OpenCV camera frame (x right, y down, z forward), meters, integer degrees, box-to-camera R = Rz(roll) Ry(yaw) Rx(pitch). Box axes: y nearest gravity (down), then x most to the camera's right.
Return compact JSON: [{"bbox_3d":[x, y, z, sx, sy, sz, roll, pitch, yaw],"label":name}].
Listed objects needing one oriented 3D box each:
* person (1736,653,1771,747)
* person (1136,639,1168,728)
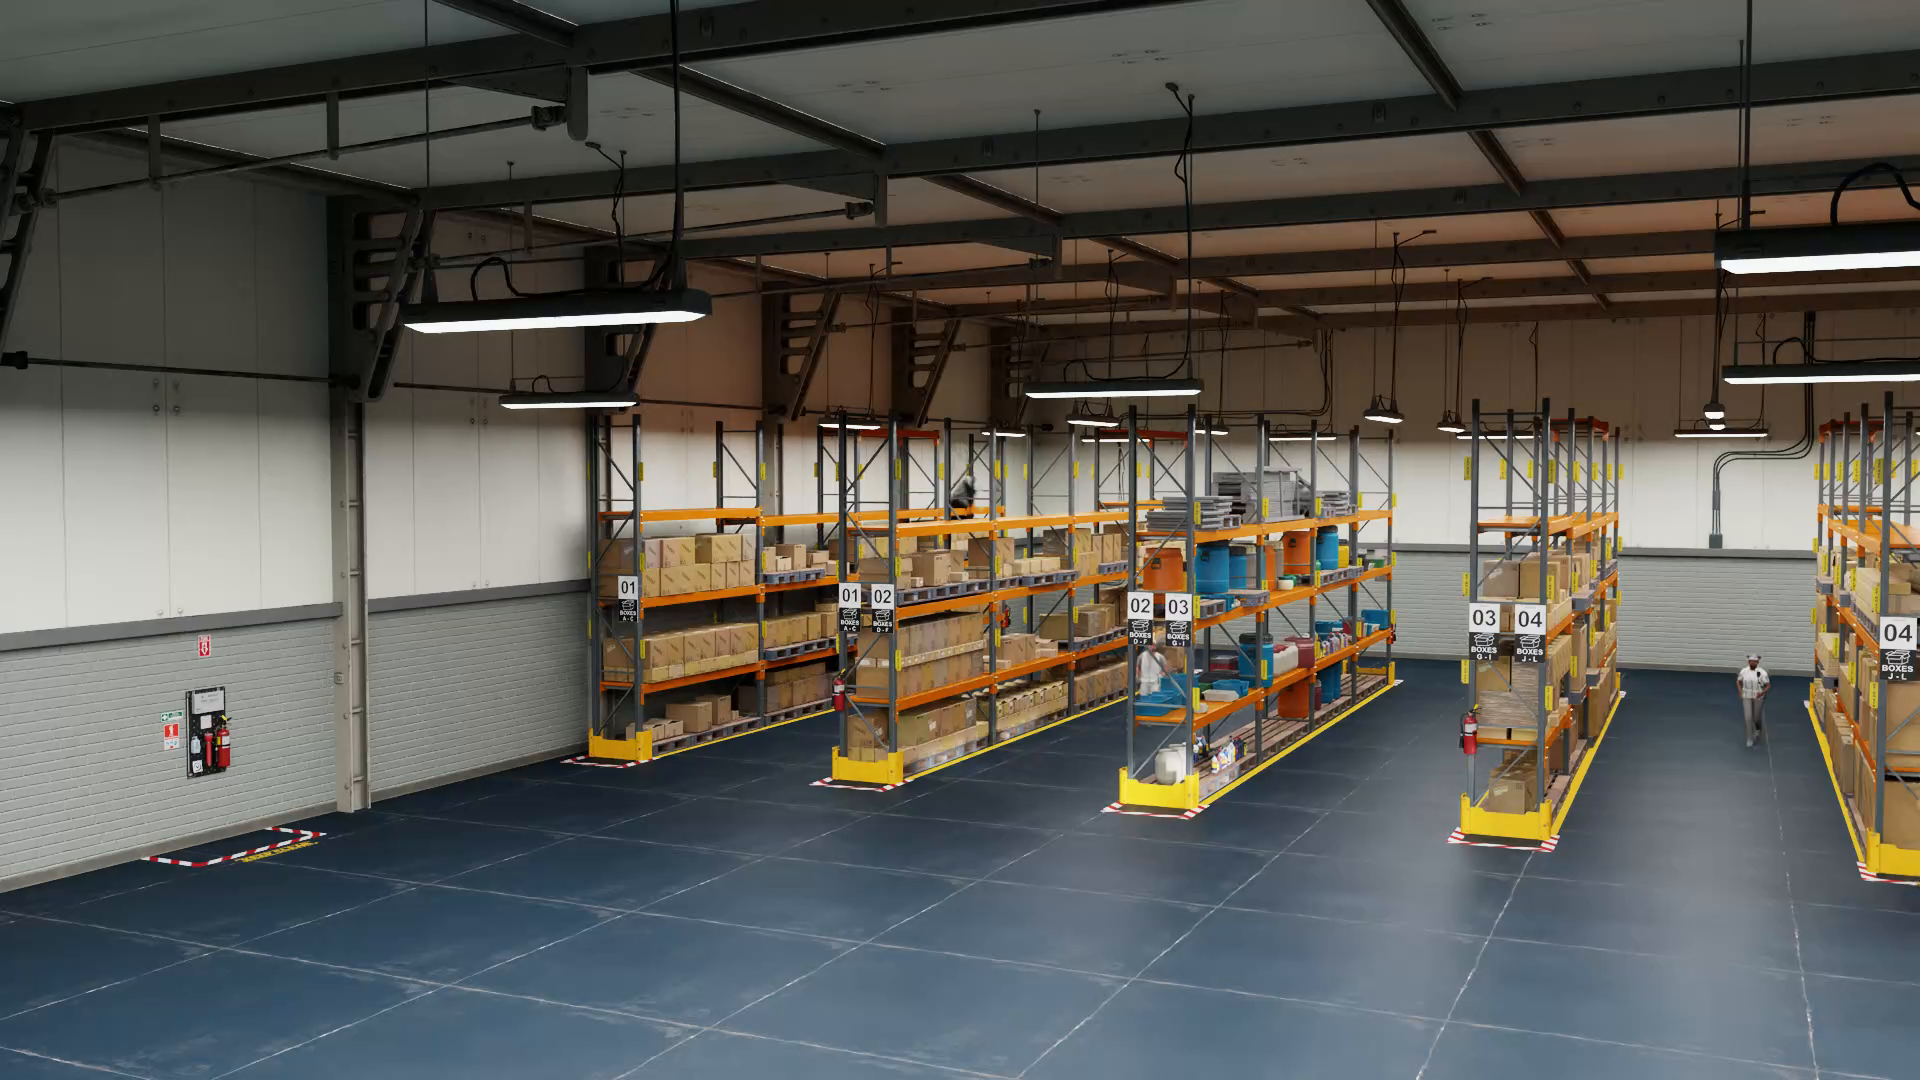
[{"bbox_3d":[14.543,2.913,30.496,0.587,1.697,0.779,1,3,30],"label":"person"},{"bbox_3d":[3.735,2.797,32.576,0.652,1.741,0.606,1,2,15],"label":"person"}]
